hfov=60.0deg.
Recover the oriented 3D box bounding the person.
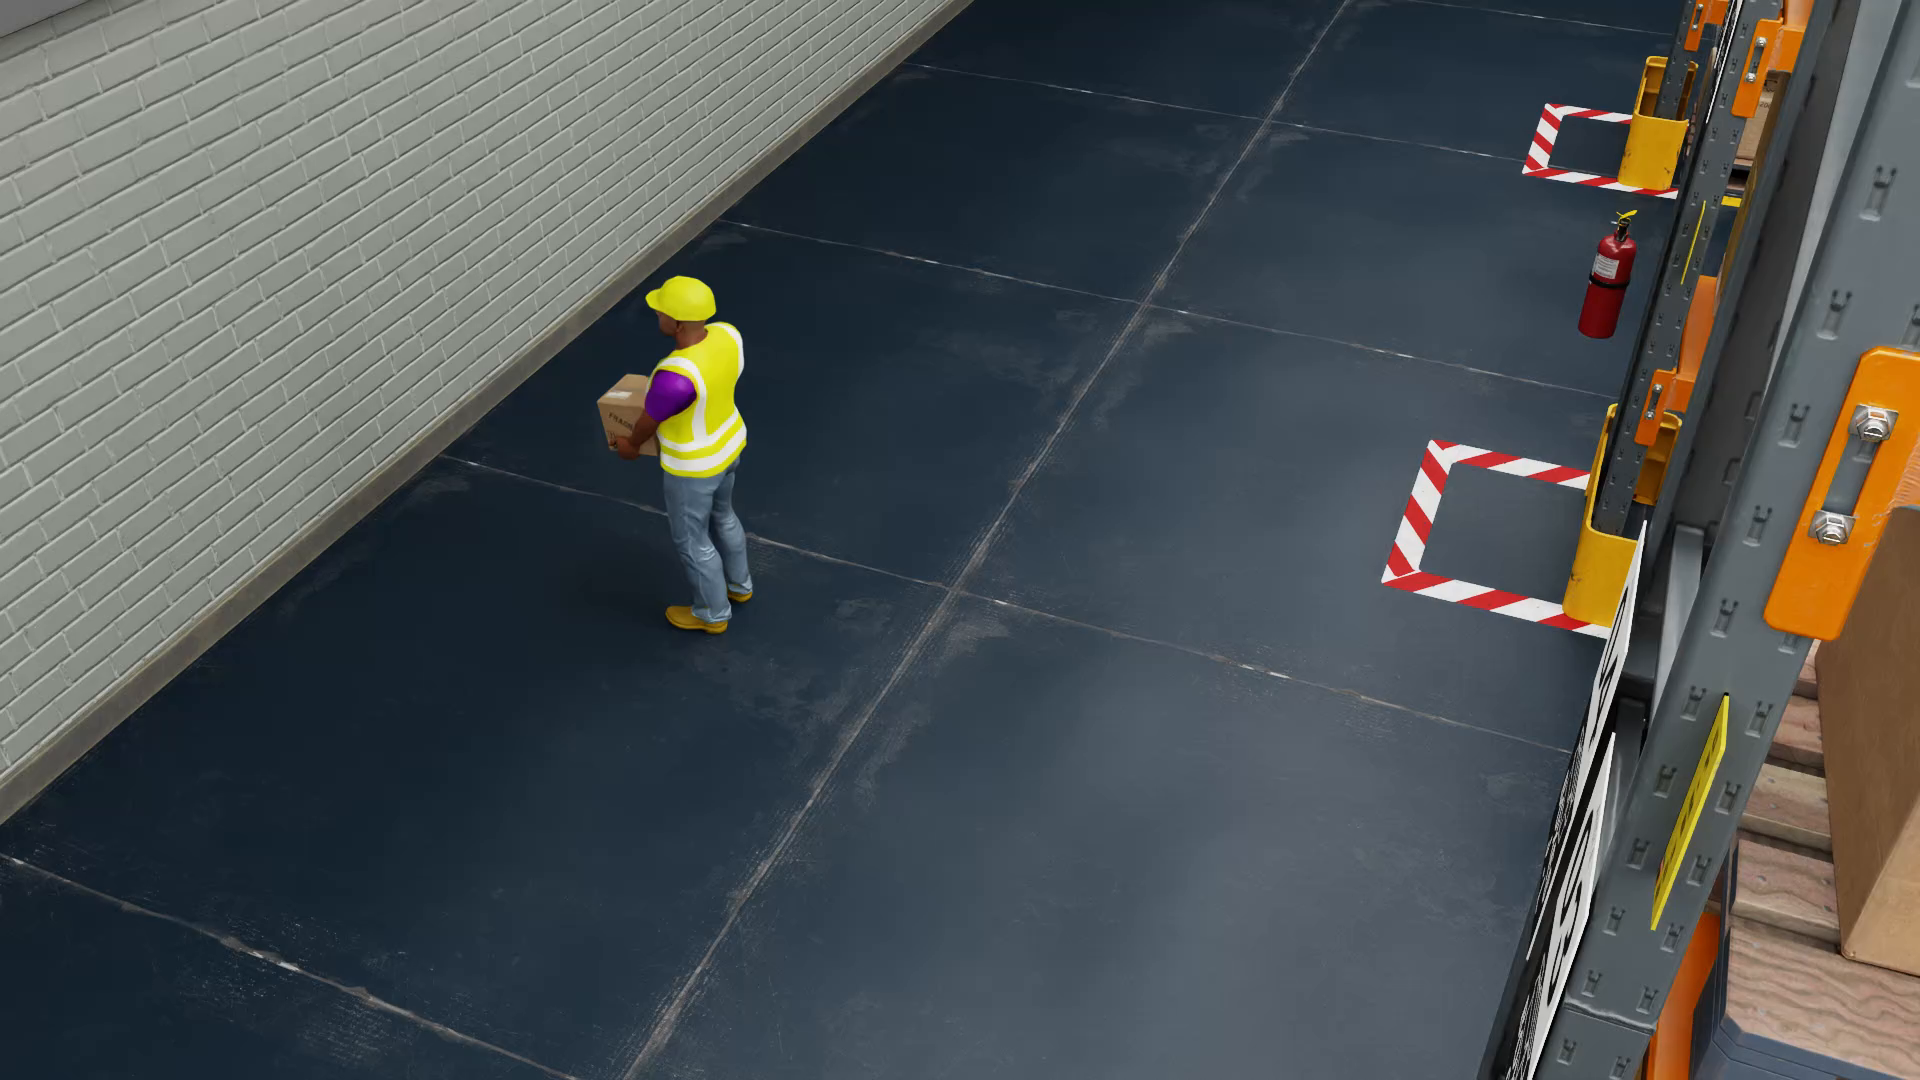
[{"bbox_3d":[-1.236,-0.391,7.316,0.559,1.763,0.505,14,39,18],"label":"person"}]
